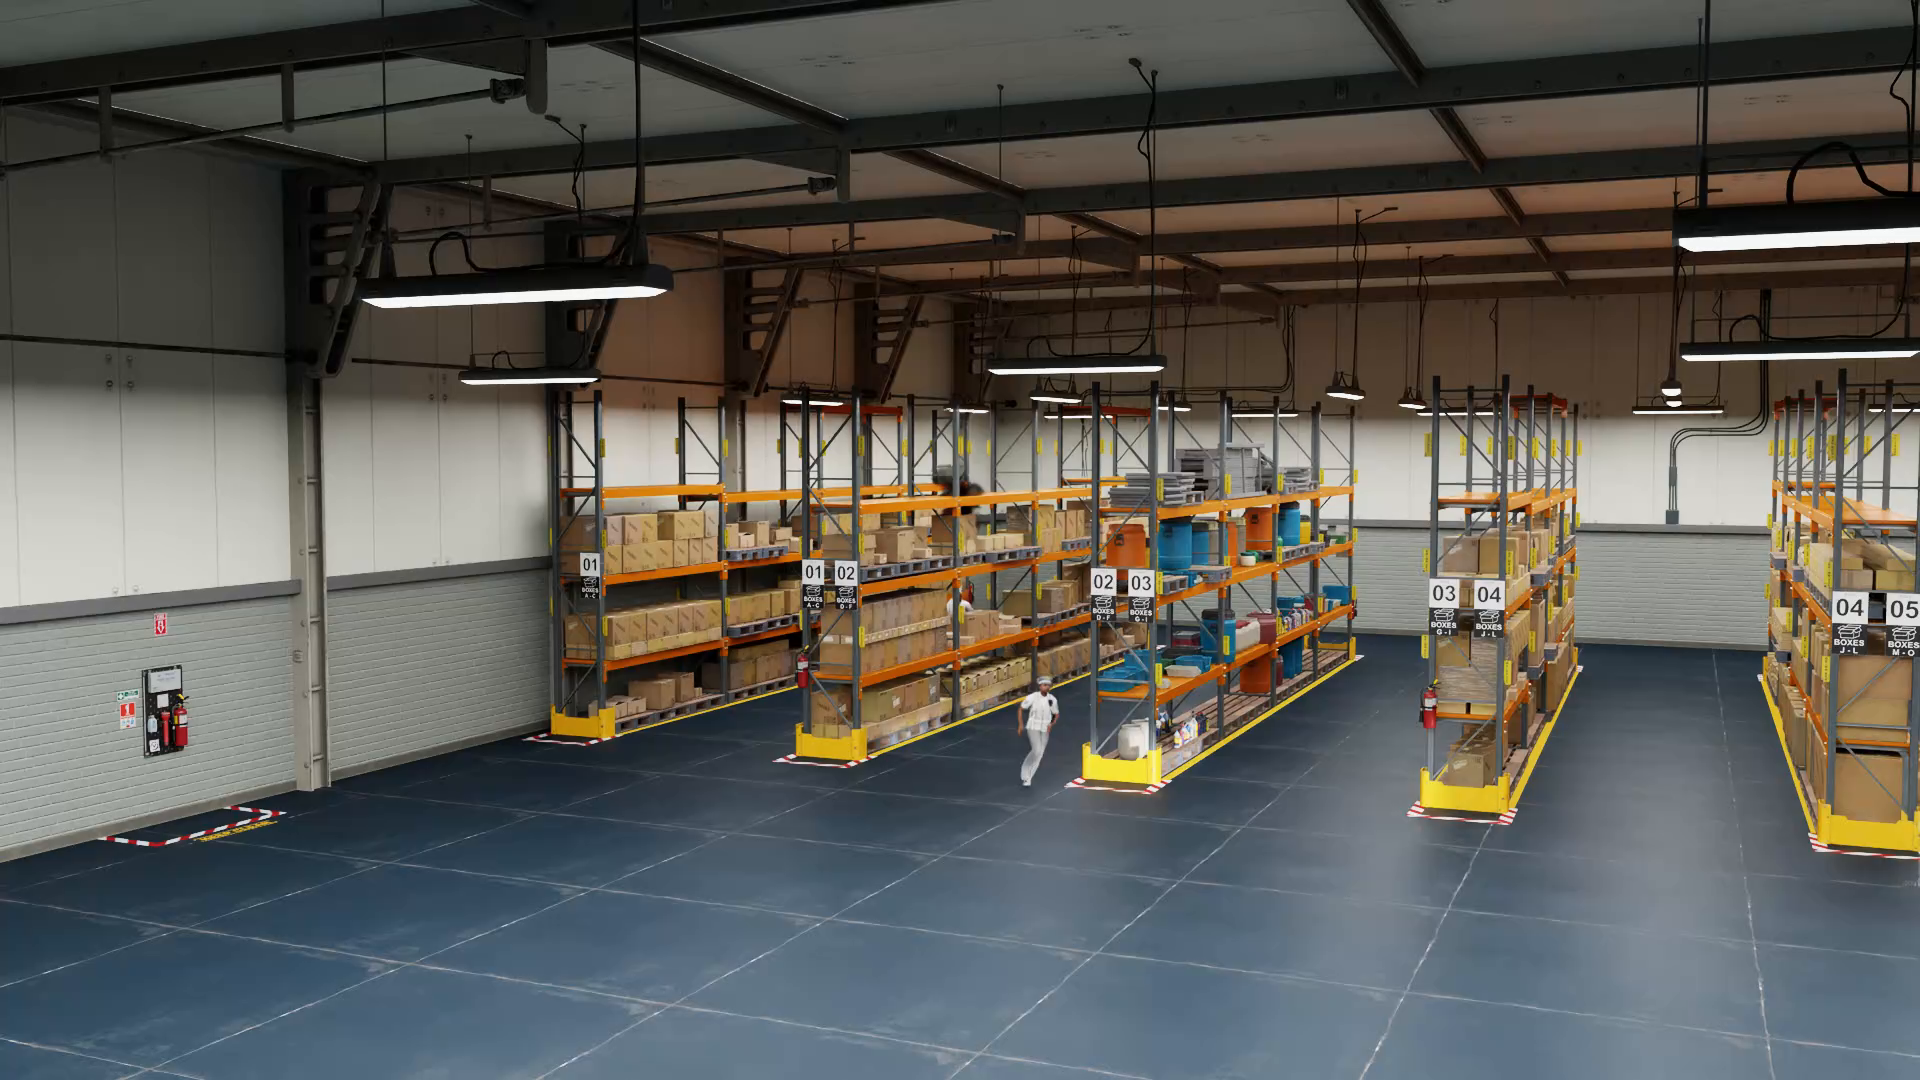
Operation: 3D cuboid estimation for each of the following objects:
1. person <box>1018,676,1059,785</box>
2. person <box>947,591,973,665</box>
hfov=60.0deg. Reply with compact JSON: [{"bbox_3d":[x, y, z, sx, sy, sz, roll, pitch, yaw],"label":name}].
[{"bbox_3d":[1.192,2.823,24.598,0.598,1.627,0.553,-1,3,-14],"label":"person"},{"bbox_3d":[-0.061,2.013,38.858,0.688,1.737,0.944,1,3,18],"label":"person"}]
